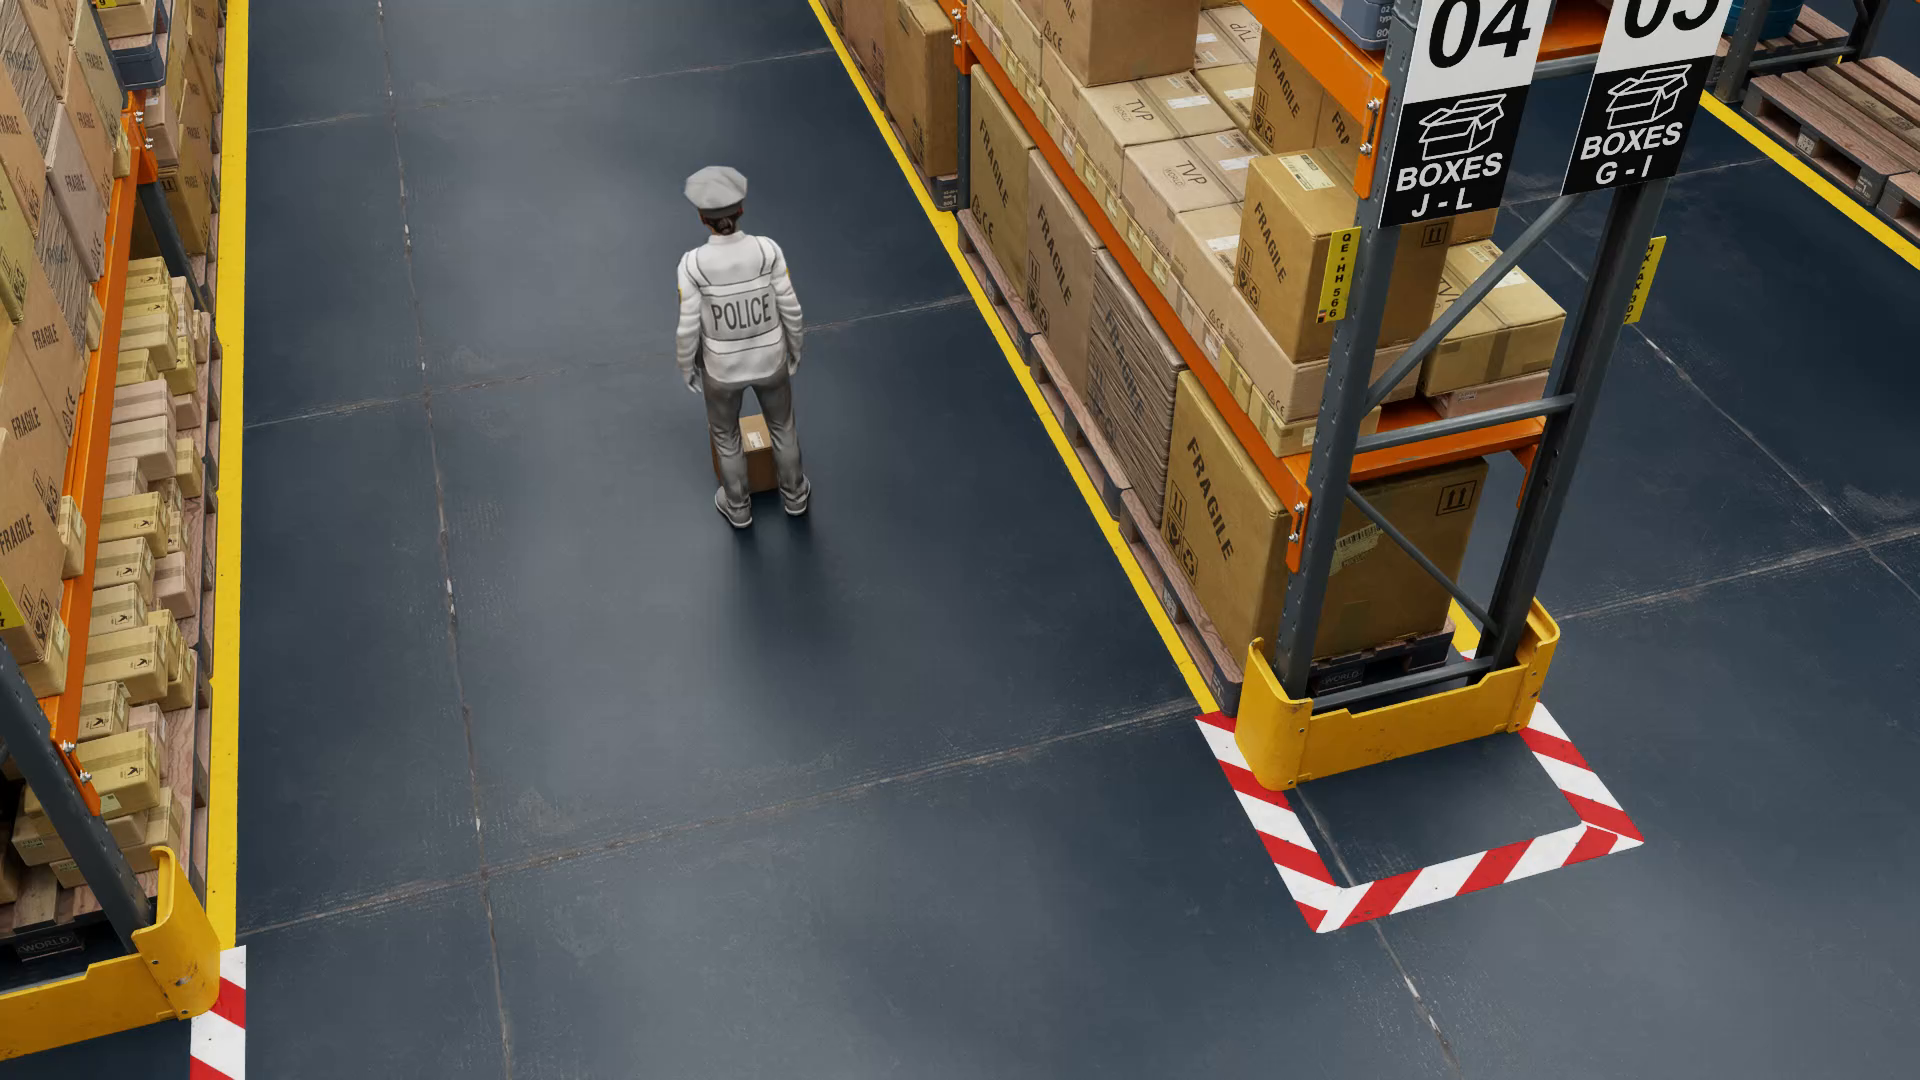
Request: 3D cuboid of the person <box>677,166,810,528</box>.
[{"bbox_3d":[-0.913,-0.754,6.981,0.529,1.663,0.376,-12,44,-13],"label":"person"}]
